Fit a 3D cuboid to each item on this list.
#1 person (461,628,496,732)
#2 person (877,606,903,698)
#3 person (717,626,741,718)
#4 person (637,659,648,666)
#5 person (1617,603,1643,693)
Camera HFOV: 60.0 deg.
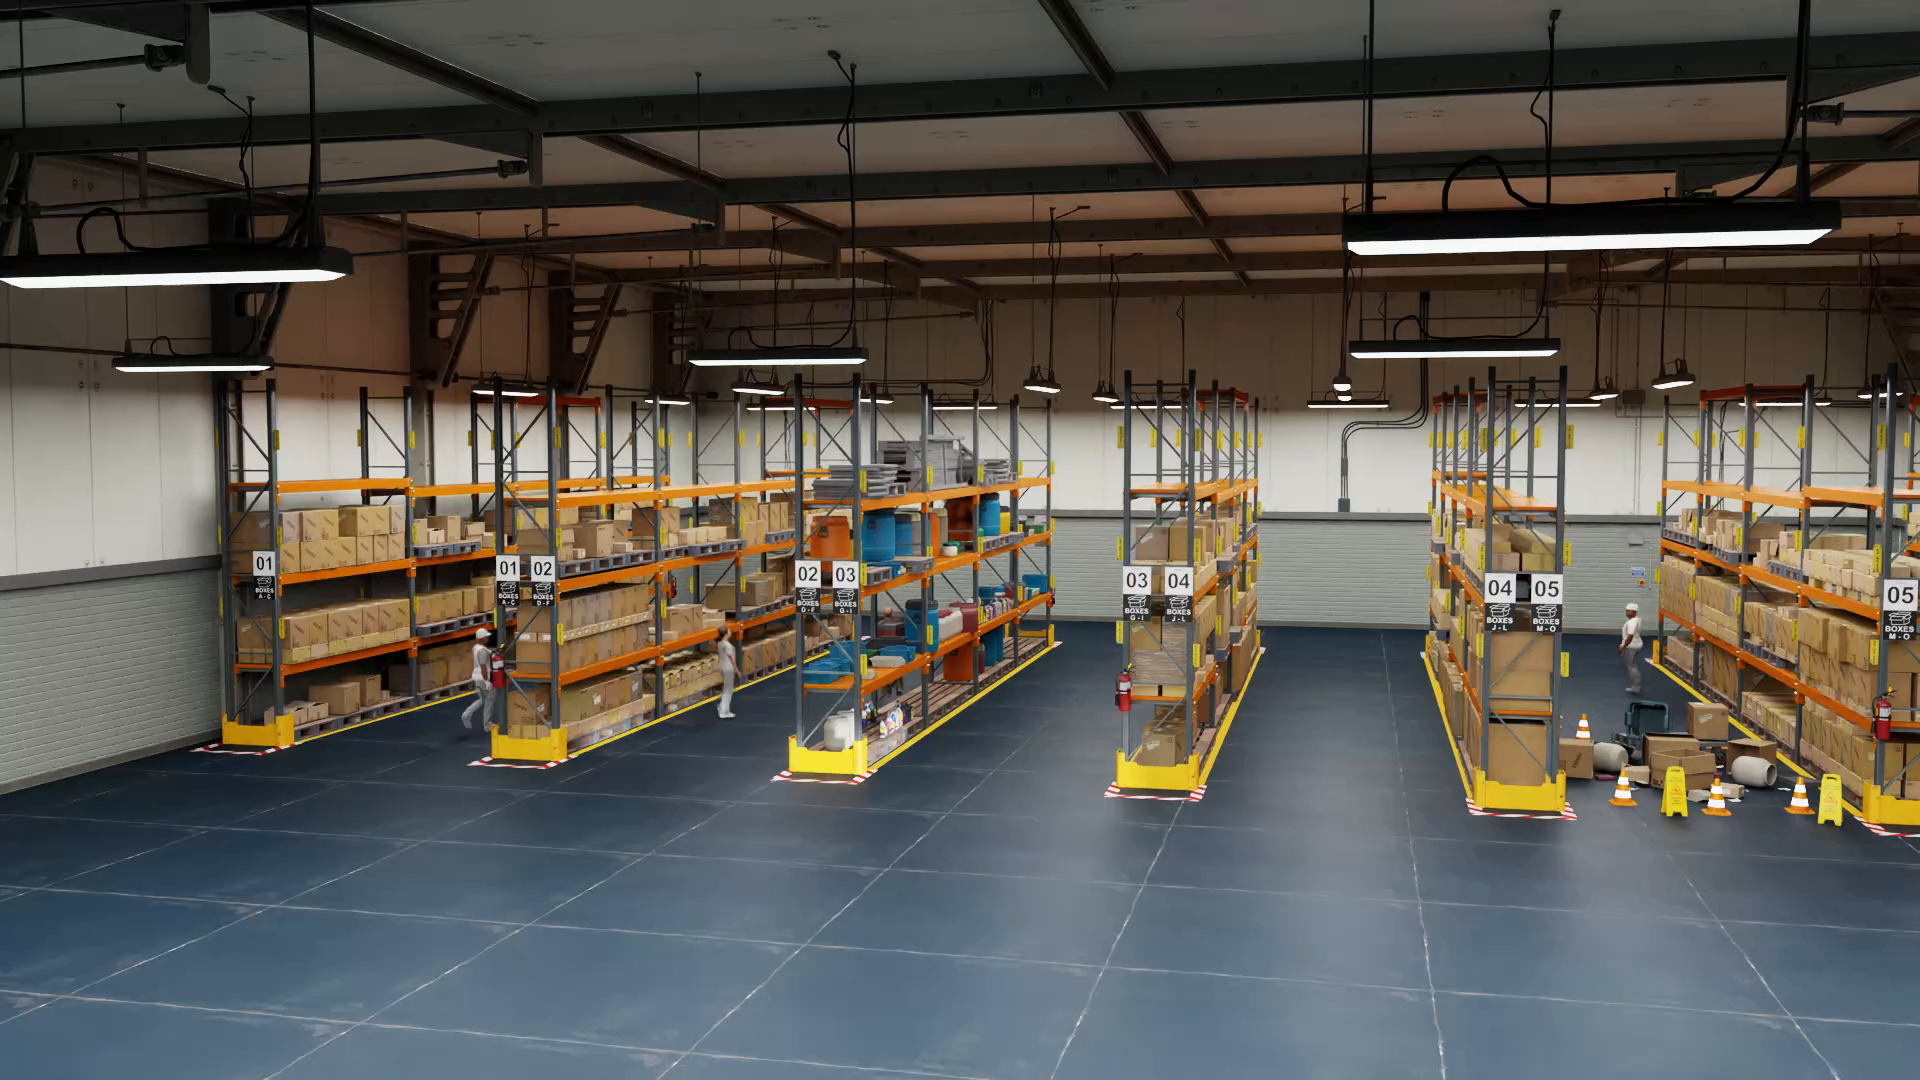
[{"bbox_3d":[-8.204,2.394,28.467,0.669,1.777,0.552,-3,5,-43],"label":"person"},{"bbox_3d":[-1.314,2.159,32.160,0.710,1.786,0.455,-2,4,-27],"label":"person"},{"bbox_3d":[-4.152,2.376,29.895,0.461,1.658,0.461,-3,4,-40],"label":"person"},{"bbox_3d":[-6.710,2.087,35.205,0.357,1.667,0.528,0,3,-5],"label":"person"},{"bbox_3d":[13.286,2.133,32.964,0.634,1.769,0.511,-2,4,-34],"label":"person"}]
